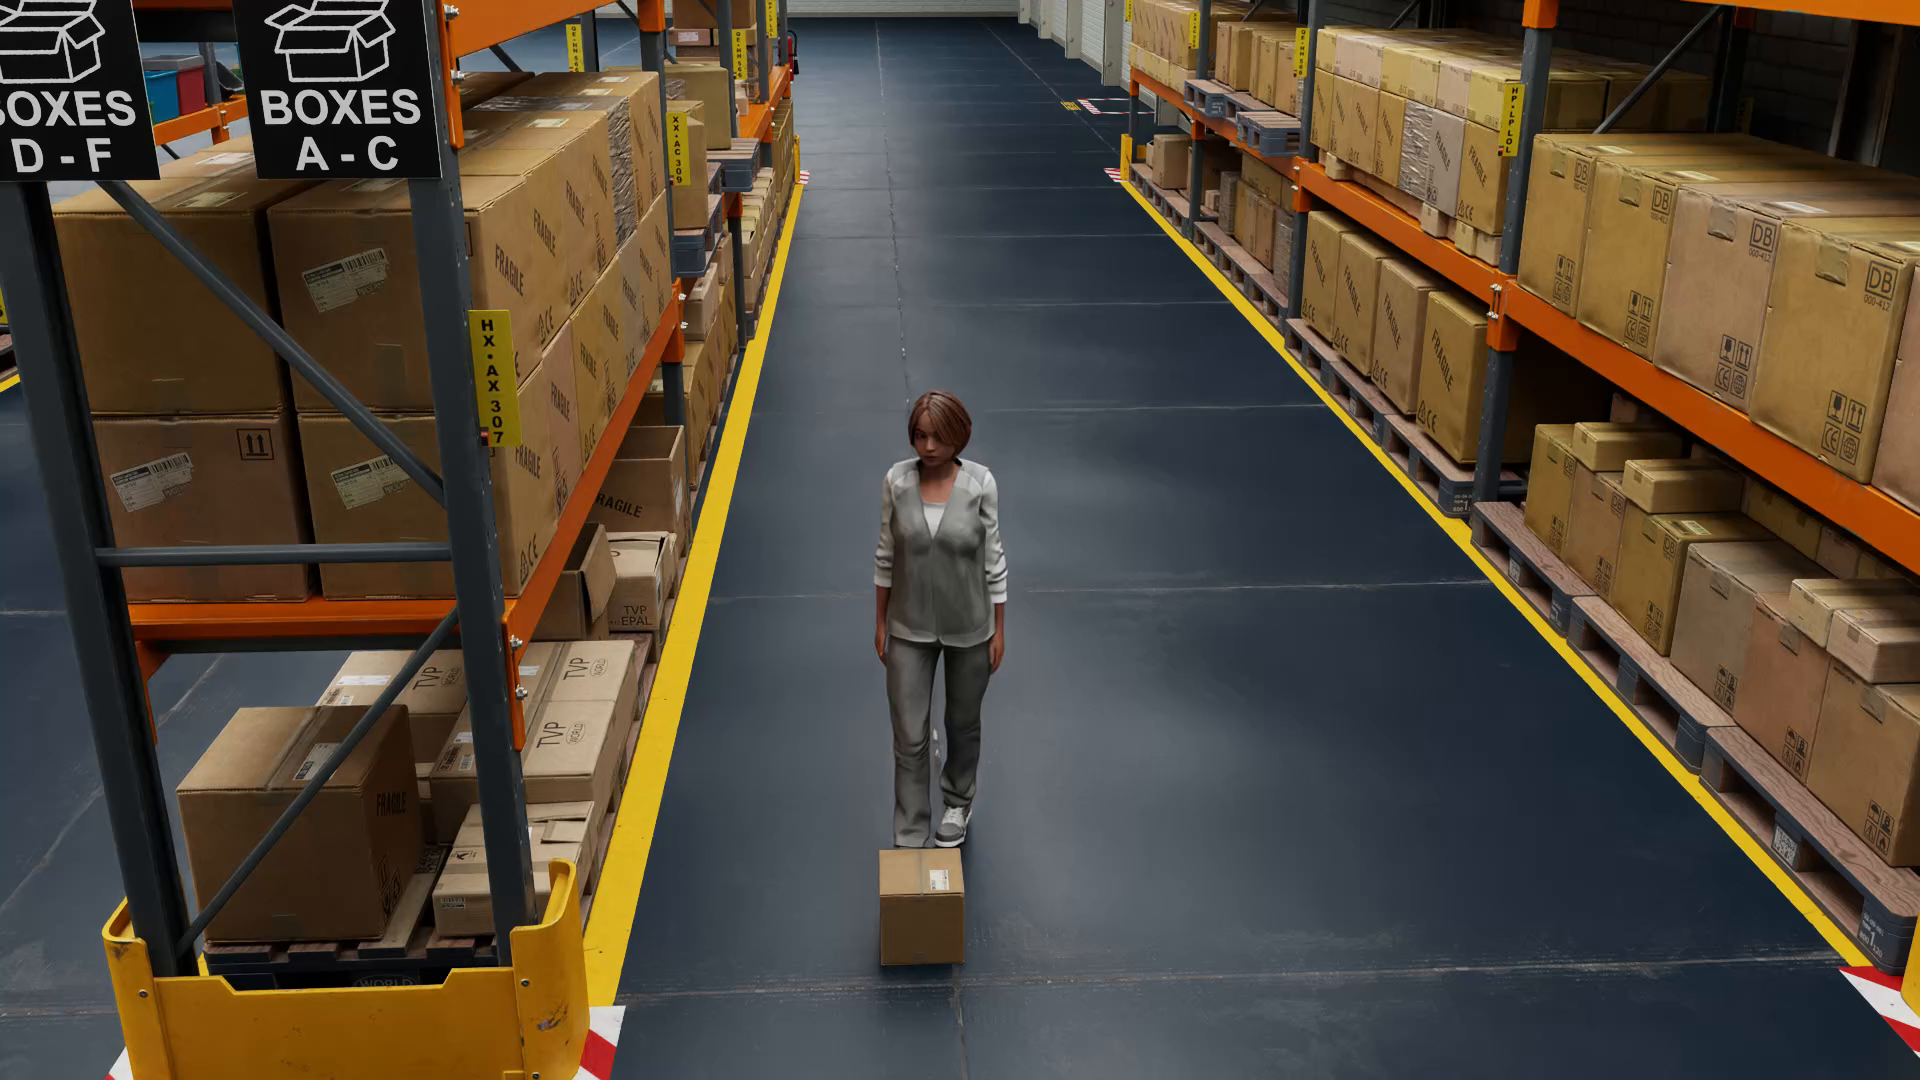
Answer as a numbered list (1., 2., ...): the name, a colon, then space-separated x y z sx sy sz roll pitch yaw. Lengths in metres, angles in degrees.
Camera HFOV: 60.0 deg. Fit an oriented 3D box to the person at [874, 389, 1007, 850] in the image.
1. person: -0.068 0.323 5.226 0.426 1.588 0.679 1 21 2
